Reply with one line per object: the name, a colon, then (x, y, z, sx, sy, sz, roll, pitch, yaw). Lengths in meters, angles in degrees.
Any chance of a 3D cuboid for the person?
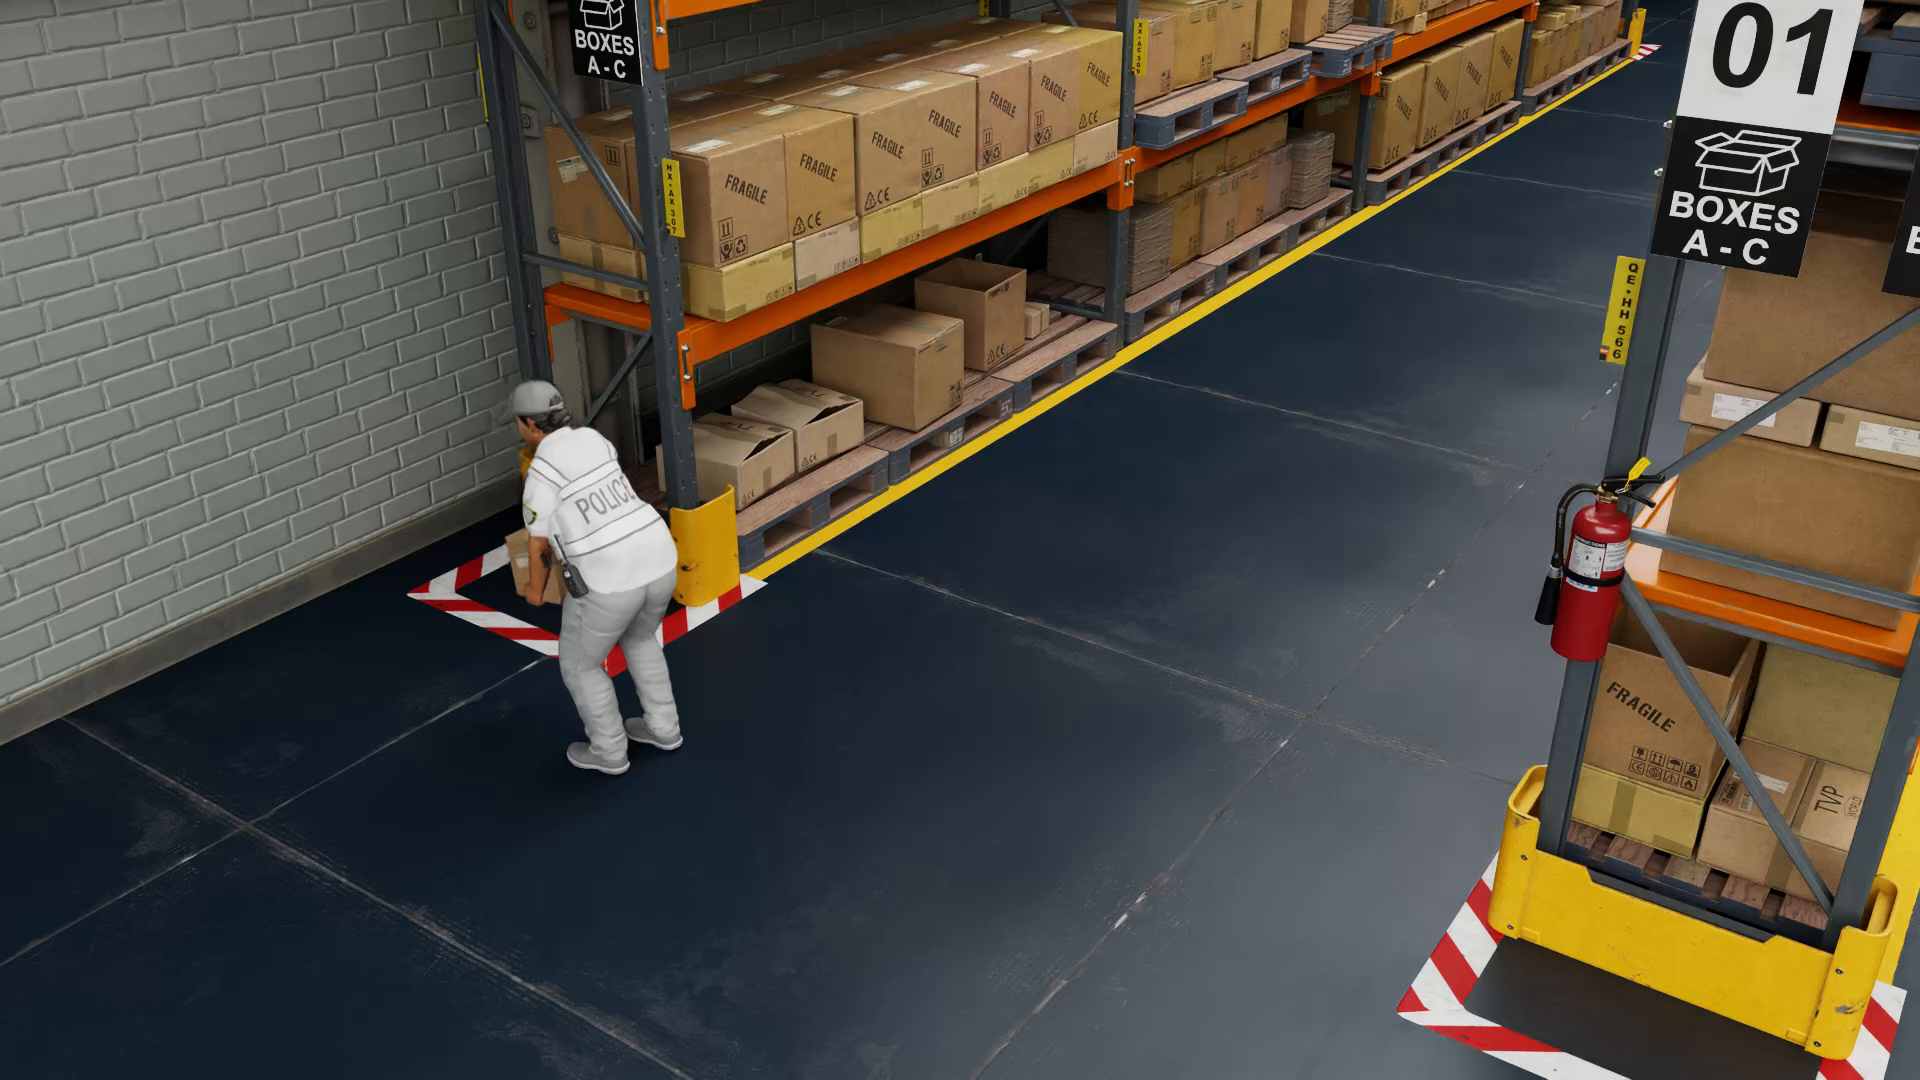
person: (-1.422, 0.152, 6.431, 0.684, 1.571, 0.453, 17, 32, 29)
